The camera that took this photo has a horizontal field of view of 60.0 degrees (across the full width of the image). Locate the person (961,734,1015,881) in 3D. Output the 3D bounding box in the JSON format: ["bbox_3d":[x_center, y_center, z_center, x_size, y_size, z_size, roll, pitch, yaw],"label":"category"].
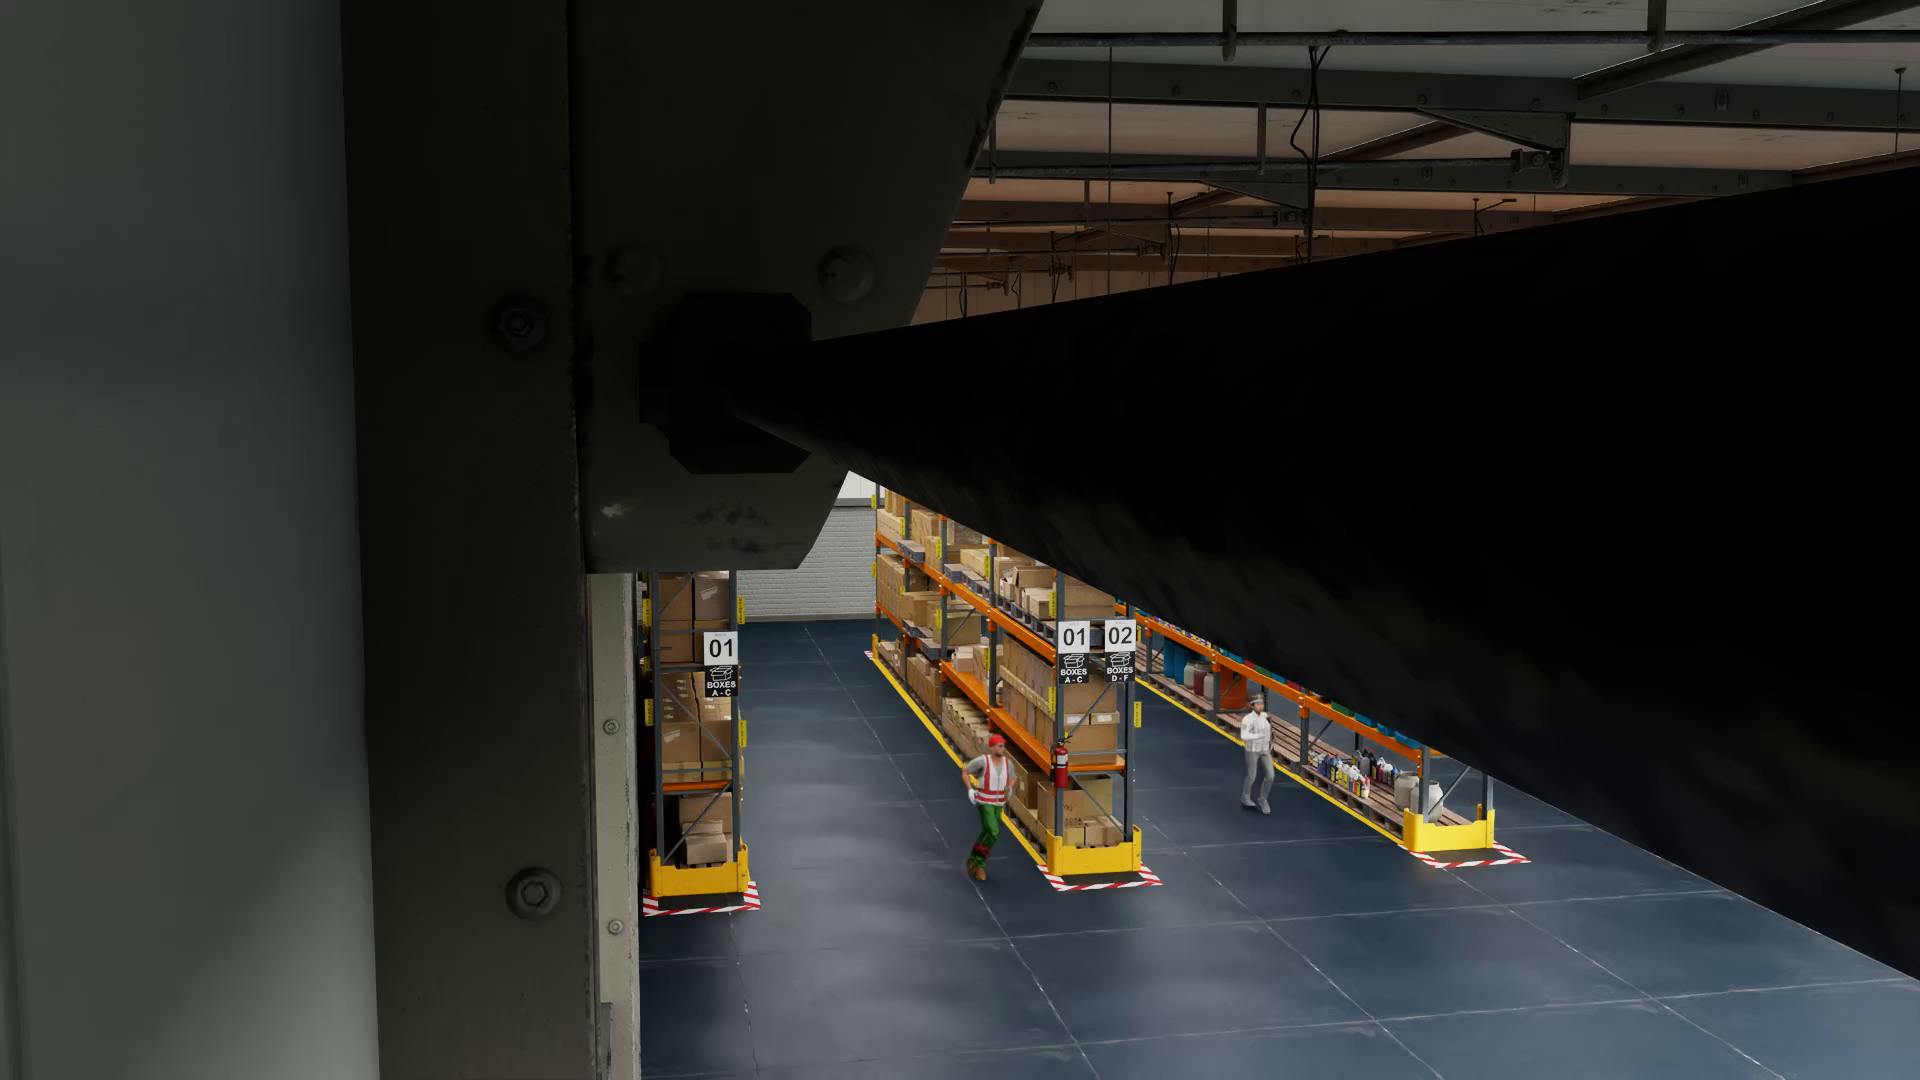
[{"bbox_3d":[0.412,3.329,20.822,0.657,1.798,0.662,-4,7,-37],"label":"person"}]

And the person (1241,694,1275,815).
[{"bbox_3d":[4.272,3.053,23.784,0.592,1.734,0.684,-2,6,-20],"label":"person"}]
